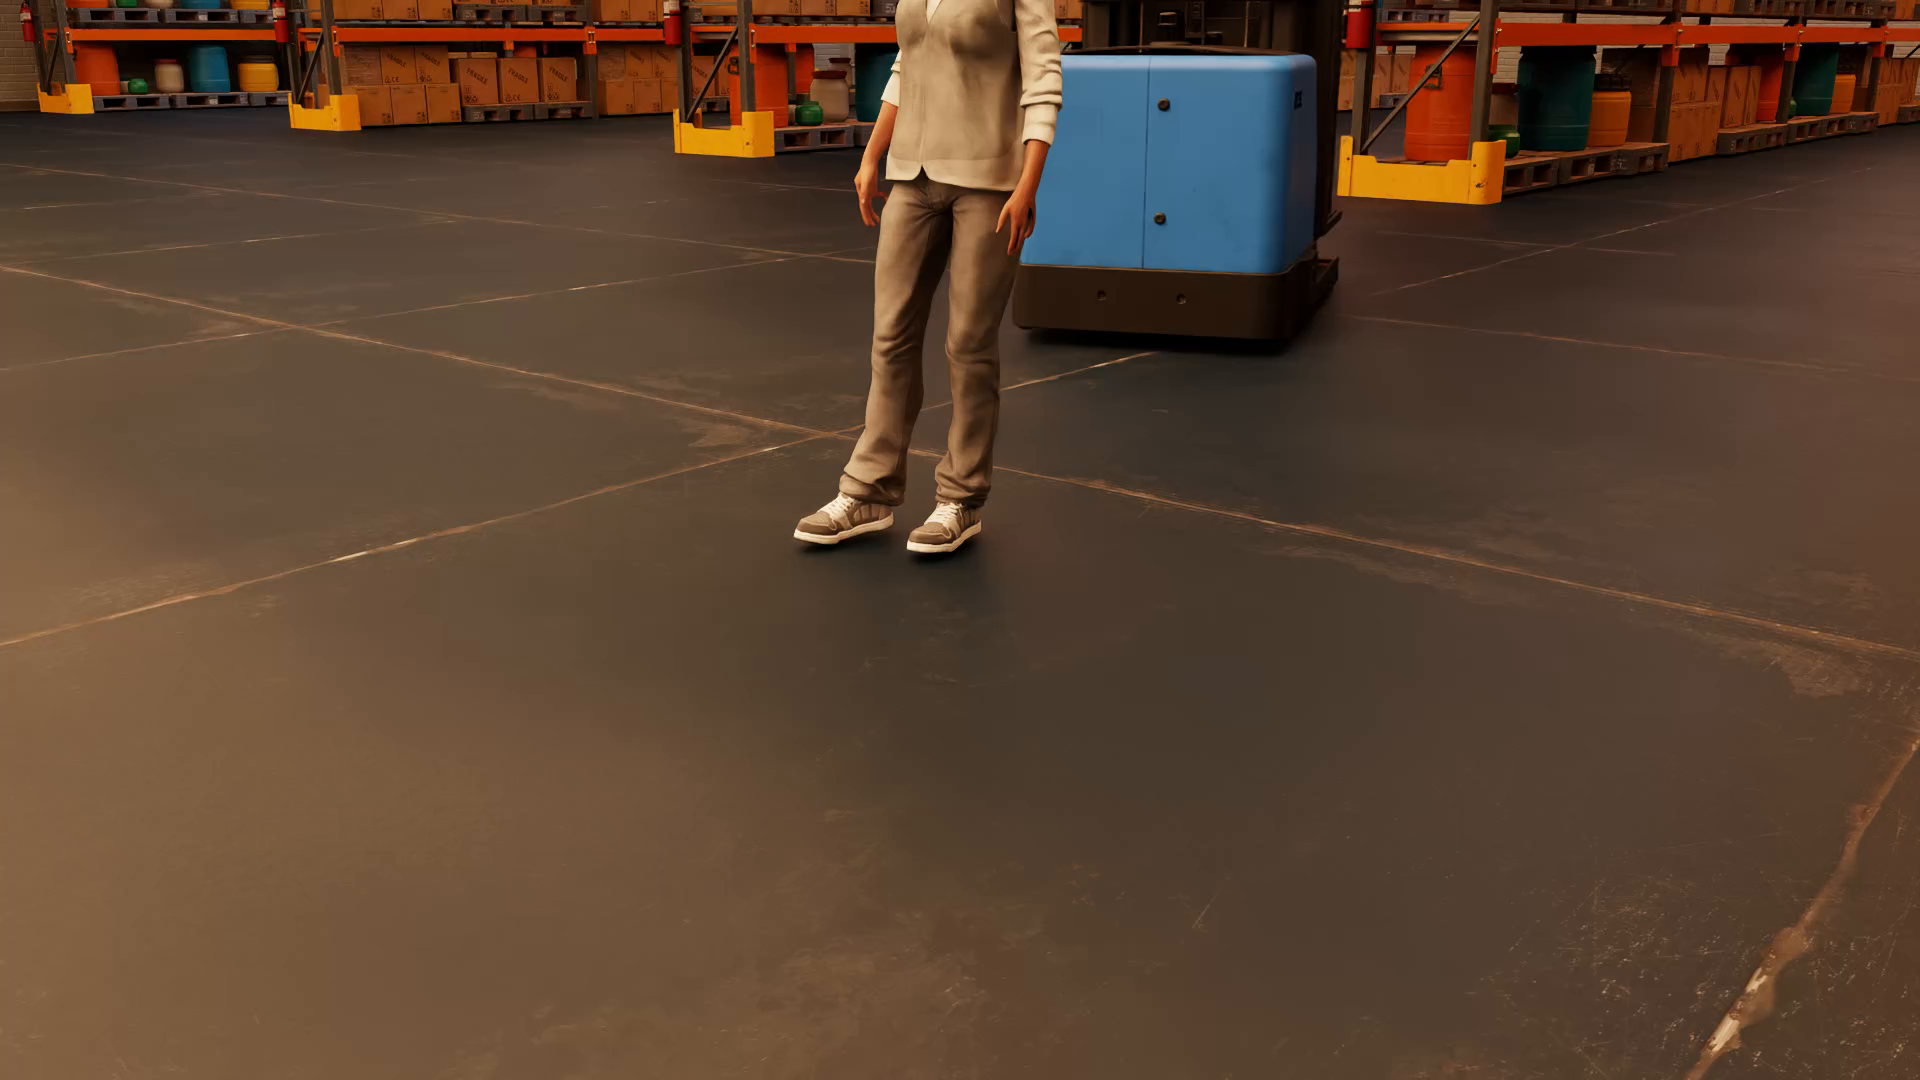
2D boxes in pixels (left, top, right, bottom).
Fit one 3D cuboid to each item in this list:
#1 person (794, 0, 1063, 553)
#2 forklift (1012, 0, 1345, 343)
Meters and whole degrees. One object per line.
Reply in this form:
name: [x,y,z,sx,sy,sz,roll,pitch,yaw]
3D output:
person: [-0.059,-0.757,3.661,0.520,1.599,0.473,13,21,37]
forklift: [1.136,-2.530,7.228,1.130,2.935,3.031,5,18,17]
